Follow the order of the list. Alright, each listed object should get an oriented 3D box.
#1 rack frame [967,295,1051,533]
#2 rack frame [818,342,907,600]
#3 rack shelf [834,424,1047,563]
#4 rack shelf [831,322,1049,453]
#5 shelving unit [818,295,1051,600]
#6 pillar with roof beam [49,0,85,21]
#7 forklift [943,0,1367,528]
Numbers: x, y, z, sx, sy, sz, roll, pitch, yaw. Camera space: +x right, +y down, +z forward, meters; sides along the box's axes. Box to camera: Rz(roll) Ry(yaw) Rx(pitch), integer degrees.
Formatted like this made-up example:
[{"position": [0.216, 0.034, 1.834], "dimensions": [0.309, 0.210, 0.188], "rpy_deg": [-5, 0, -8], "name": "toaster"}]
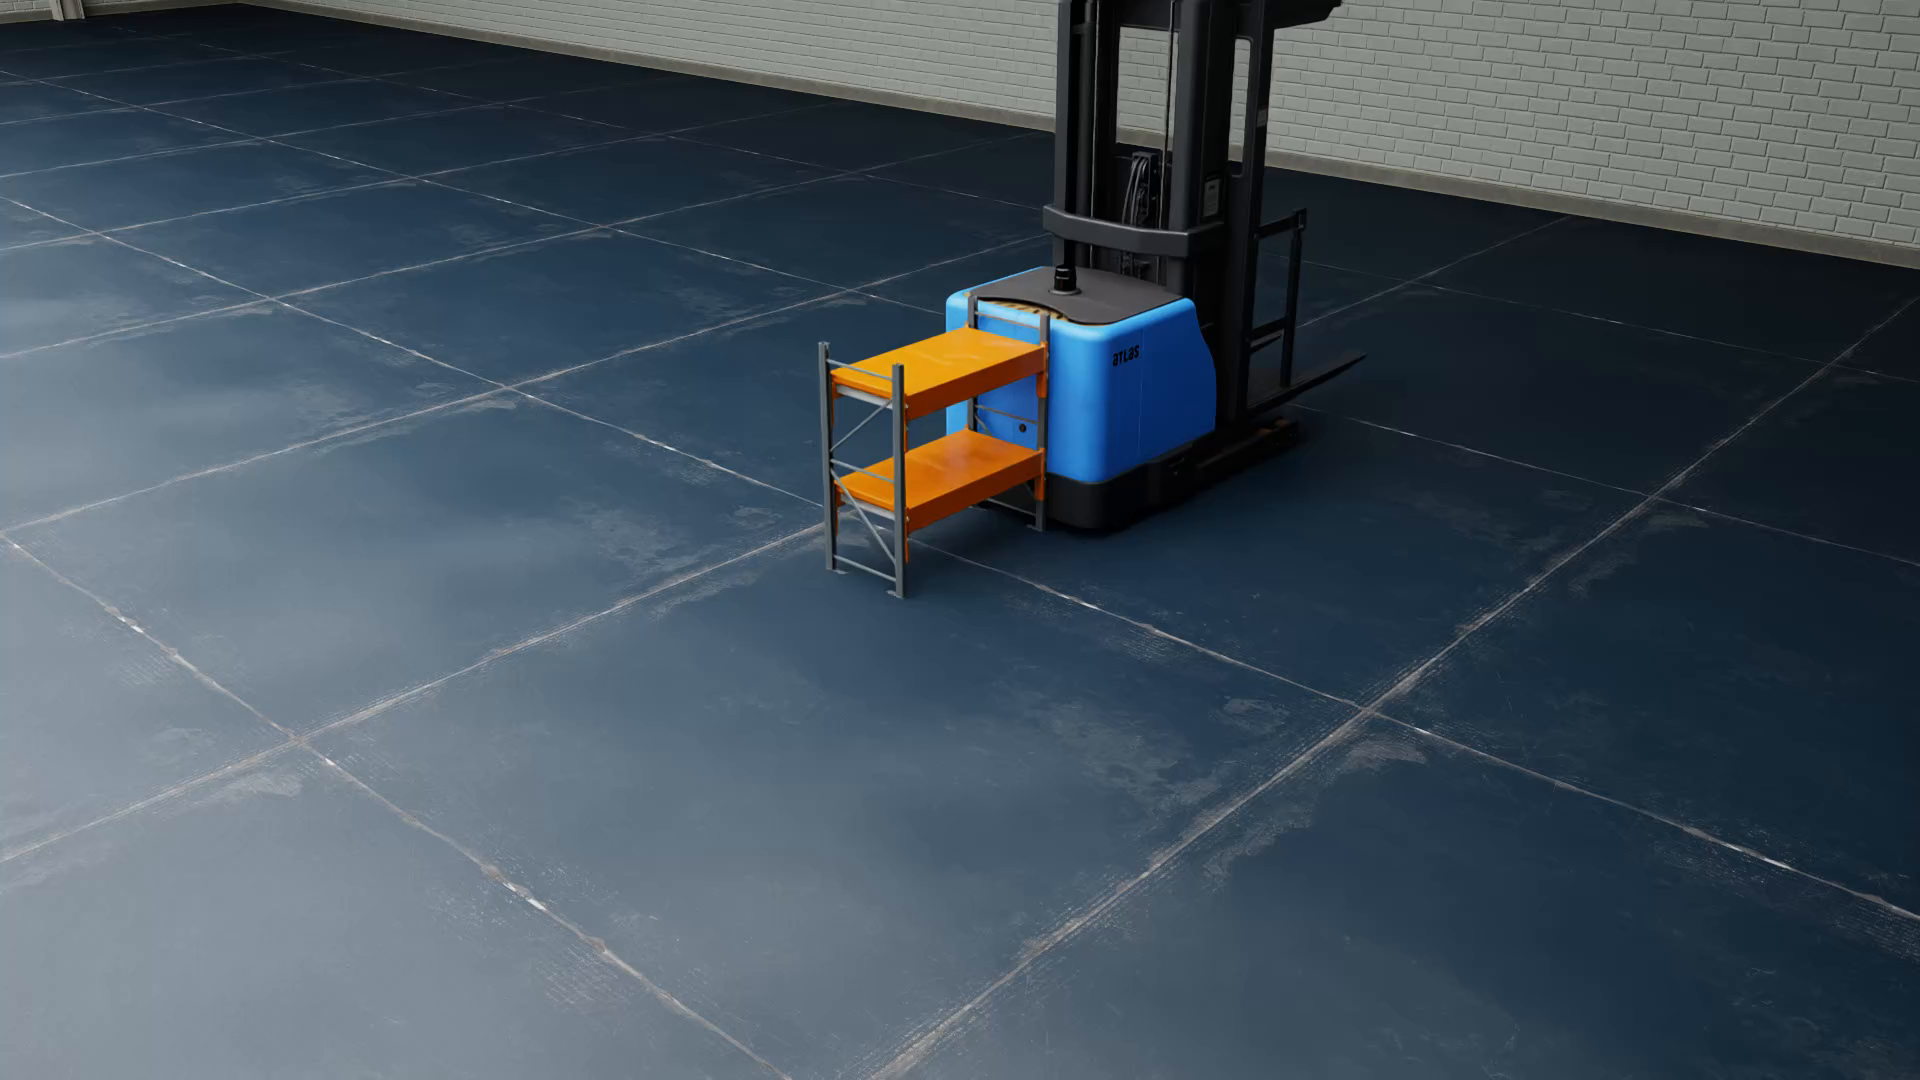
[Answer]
[{"position": [0.233, -0.621, 8.260], "dimensions": [0.500, 1.125, 0.032], "rpy_deg": [20, 31, 37], "name": "rack frame"}, {"position": [-0.440, -0.310, 7.566], "dimensions": [0.500, 1.125, 0.032], "rpy_deg": [20, 31, 37], "name": "rack frame"}, {"position": [-0.104, -0.242, 8.013], "dimensions": [0.538, 0.278, 1.000], "rpy_deg": [20, 31, 37], "name": "rack shelf"}, {"position": [-0.104, -0.732, 7.793], "dimensions": [0.538, 0.278, 1.000], "rpy_deg": [20, 31, 37], "name": "rack shelf"}, {"position": [-0.104, -0.465, 7.913], "dimensions": [0.538, 1.125, 1.048], "rpy_deg": [20, 31, 37], "name": "shelving unit"}, {"position": [-11.491, -11.531, 22.969], "dimensions": [9.100, 9.000, 0.400], "rpy_deg": [20, 31, 38], "name": "pillar with roof beam"}, {"position": [1.265, -1.916, 8.940], "dimensions": [1.130, 2.935, 3.031], "rpy_deg": [20, 31, 37], "name": "forklift"}]
